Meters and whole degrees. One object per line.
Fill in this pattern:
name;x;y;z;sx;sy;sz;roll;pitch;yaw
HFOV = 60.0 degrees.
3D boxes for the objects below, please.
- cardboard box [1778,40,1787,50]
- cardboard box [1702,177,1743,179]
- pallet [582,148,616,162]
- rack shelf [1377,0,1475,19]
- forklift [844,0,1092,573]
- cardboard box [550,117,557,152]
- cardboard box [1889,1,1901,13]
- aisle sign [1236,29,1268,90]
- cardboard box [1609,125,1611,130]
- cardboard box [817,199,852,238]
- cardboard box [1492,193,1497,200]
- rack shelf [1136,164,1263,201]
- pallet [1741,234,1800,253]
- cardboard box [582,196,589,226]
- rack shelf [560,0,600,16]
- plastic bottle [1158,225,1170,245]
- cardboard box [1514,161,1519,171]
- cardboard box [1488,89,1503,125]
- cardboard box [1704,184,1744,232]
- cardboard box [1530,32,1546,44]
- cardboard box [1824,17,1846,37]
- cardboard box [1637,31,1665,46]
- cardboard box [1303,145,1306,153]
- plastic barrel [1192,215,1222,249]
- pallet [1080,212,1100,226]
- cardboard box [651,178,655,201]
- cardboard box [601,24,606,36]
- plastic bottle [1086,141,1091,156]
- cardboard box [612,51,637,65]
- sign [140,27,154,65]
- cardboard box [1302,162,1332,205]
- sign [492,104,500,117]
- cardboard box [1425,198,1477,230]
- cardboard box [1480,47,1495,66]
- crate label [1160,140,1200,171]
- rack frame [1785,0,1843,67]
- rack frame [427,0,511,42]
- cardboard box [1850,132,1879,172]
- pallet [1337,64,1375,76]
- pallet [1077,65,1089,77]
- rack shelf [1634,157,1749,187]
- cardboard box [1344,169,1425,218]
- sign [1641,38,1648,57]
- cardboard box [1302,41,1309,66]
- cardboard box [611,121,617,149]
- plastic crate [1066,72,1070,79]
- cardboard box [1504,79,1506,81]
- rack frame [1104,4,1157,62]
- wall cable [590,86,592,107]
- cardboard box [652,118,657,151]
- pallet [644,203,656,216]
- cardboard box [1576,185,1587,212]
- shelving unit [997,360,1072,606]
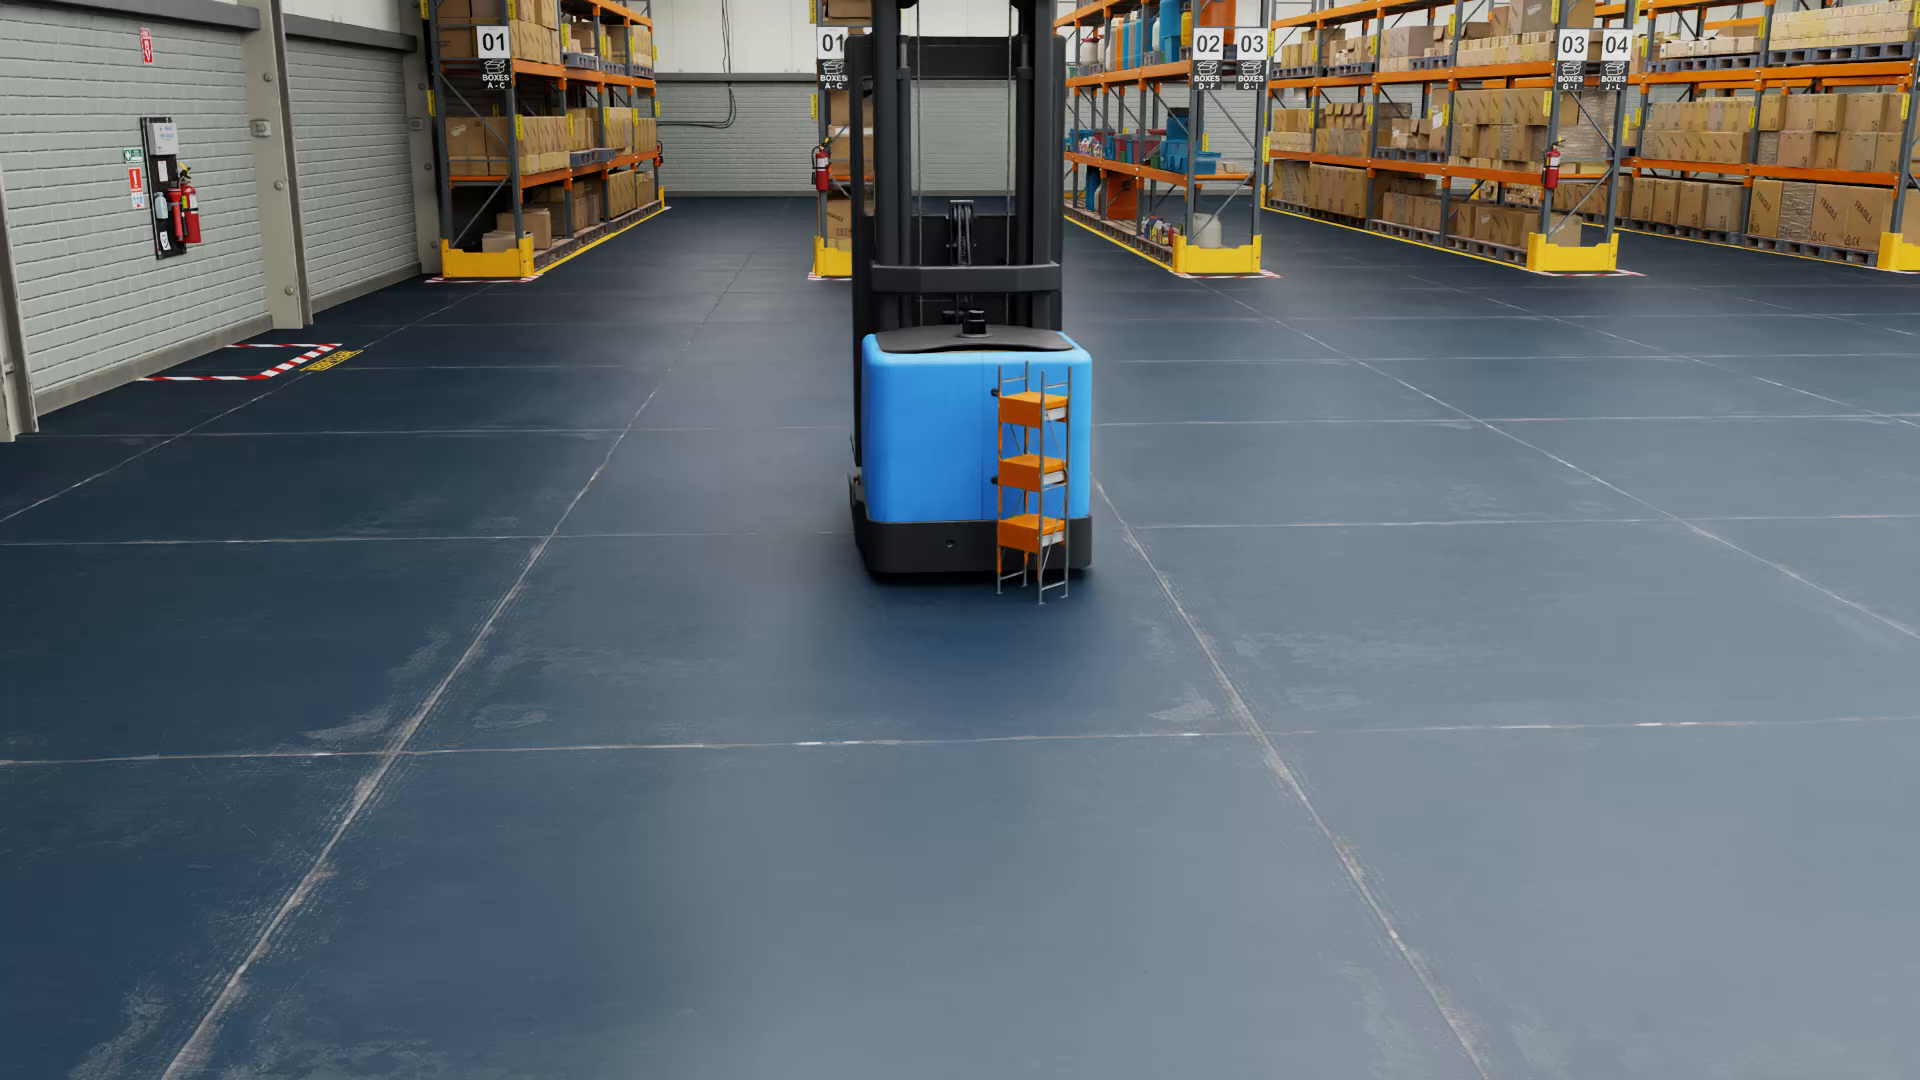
cardboard box;12.927;-7.674;25.773;0.380;0.149;0.250;-1;14;-3
cardboard box;17.557;-8.137;38.432;0.875;0.438;0.875;-1;14;-5
pallet;-6.660;-6.697;28.919;1.213;0.211;1.003;-1;14;-3
rack shelf;8.145;-9.061;27.928;1.077;0.370;4.000;-1;14;-3
forklift;-0.037;-1.581;8.791;1.130;2.935;3.031;-1;14;-5
cardboard box;-6.167;-5.908;24.226;0.500;0.500;0.500;-1;14;-5
cardboard box;13.100;-7.366;22.977;0.380;0.149;0.250;-1;14;-3
aisle sign;3.870;-6.374;22.064;0.394;0.787;0.004;-1;14;-3
cardboard box;12.460;-7.858;31.517;0.380;0.149;0.250;0;14;-2
cardboard box;-1.701;-4.417;22.843;0.500;0.500;0.500;-1;14;-3
cardboard box;12.222;-7.732;37.438;0.380;0.149;0.250;-1;14;-3
rack shelf;3.449;-5.278;24.463;1.077;0.370;4.000;-1;14;-3
pallet;13.195;-4.711;26.411;1.003;0.211;1.213;-1;14;-3
cardboard box;-6.798;-5.660;28.637;0.700;0.500;0.500;-1;14;-4
rack shelf;-6.686;-8.831;27.037;1.077;0.370;4.000;-1;14;-3
plastic bottle;3.034;-4.536;24.718;0.152;0.276;0.135;-1;14;-3
cardboard box;8.237;-5.400;23.998;0.380;0.149;0.250;-1;14;-3
cardboard box;8.148;-6.388;24.530;0.500;0.500;0.500;-1;14;-3
cardboard box;13.097;-5.518;27.626;1.050;0.750;0.750;-1;14;-4
cardboard box;8.163;-6.975;23.098;0.380;0.149;0.250;-2;15;-6
cardboard box;13.073;-7.525;24.392;0.500;0.250;0.500;-1;14;-3
cardboard box;12.693;-9.215;30.563;0.396;0.266;0.258;-1;14;-3
cardboard box;7.411;-8.203;34.892;0.380;0.149;0.250;-1;14;-2
plastic barrel;3.456;-4.290;23.329;0.421;0.512;0.421;0;14;0
pallet;2.915;-6.266;32.456;1.003;0.211;1.213;-1;14;-3
cardboard box;-7.163;-7.775;36.899;0.700;0.500;0.500;-1;14;-3
cardboard box;-7.135;-9.817;32.051;0.500;0.250;0.500;0;14;1
plastic bottle;2.550;-7.644;32.465;0.152;0.276;0.135;-1;14;-3
cardboard box;-6.838;-9.768;33.708;0.500;0.250;0.500;-1;14;-4
sign;-6.834;-4.148;13.977;0.001;0.298;0.199;-1;14;-3
cardboard box;7.812;-7.529;35.191;0.875;0.875;0.875;-1;14;-3
sign;-7.116;-6.522;25.531;0.100;0.325;0.005;-1;14;-3
cardboard box;8.242;-5.474;27.917;0.700;0.500;0.500;-1;14;-4
cardboard box;8.099;-7.209;24.806;0.500;0.250;0.500;-1;15;-6
crate label;3.189;-5.599;24.198;0.502;0.435;0.616;-1;14;-3
rack frame;17.664;-11.248;34.183;1.000;3.000;0.127;-1;14;-3
rack frame;-6.315;-7.881;21.098;1.000;3.000;0.127;-1;14;-3
cardboard box;13.349;-5.557;23.804;0.875;0.550;0.550;-1;14;-3
pallet;7.856;-8.993;31.819;1.003;0.211;1.213;0;14;-1
pallet;2.976;-9.281;32.937;1.213;0.211;1.003;-1;14;-3
rack shelf;13.102;-6.400;28.826;1.077;0.370;4.000;-1;14;-3
cardboard box;7.999;-6.541;31.350;1.225;0.875;0.875;-2;15;-6
sign;12.436;-8.941;30.201;0.100;0.325;0.005;-1;14;-3
cardboard box;7.636;-10.270;35.158;0.700;0.500;0.500;0;14;-1
cardboard box;-6.608;-7.423;30.518;0.500;0.500;0.500;0;14;-2
plastic crate;2.371;-9.748;34.904;0.293;0.136;0.466;-1;14;-3
cardboard box;12.328;-10.241;36.592;0.500;0.250;0.500;-1;14;-5
rack frame;3.078;-10.024;29.425;1.000;3.000;0.127;-1;14;-3
wall cable;-8.329;-9.751;38.365;0.084;1.984;1.851;-1;14;-3
cardboard box;-7.264;-8.974;36.781;0.980;0.700;0.700;0;14;-1
pallet;-7.106;-7.104;35.714;1.003;0.211;1.213;-1;14;-3
cardboard box;12.591;-6.784;33.048;0.500;0.500;0.500;-1;14;-2
shelving unit;0.328;-0.255;7.410;0.252;1.050;0.215;13;19;41
